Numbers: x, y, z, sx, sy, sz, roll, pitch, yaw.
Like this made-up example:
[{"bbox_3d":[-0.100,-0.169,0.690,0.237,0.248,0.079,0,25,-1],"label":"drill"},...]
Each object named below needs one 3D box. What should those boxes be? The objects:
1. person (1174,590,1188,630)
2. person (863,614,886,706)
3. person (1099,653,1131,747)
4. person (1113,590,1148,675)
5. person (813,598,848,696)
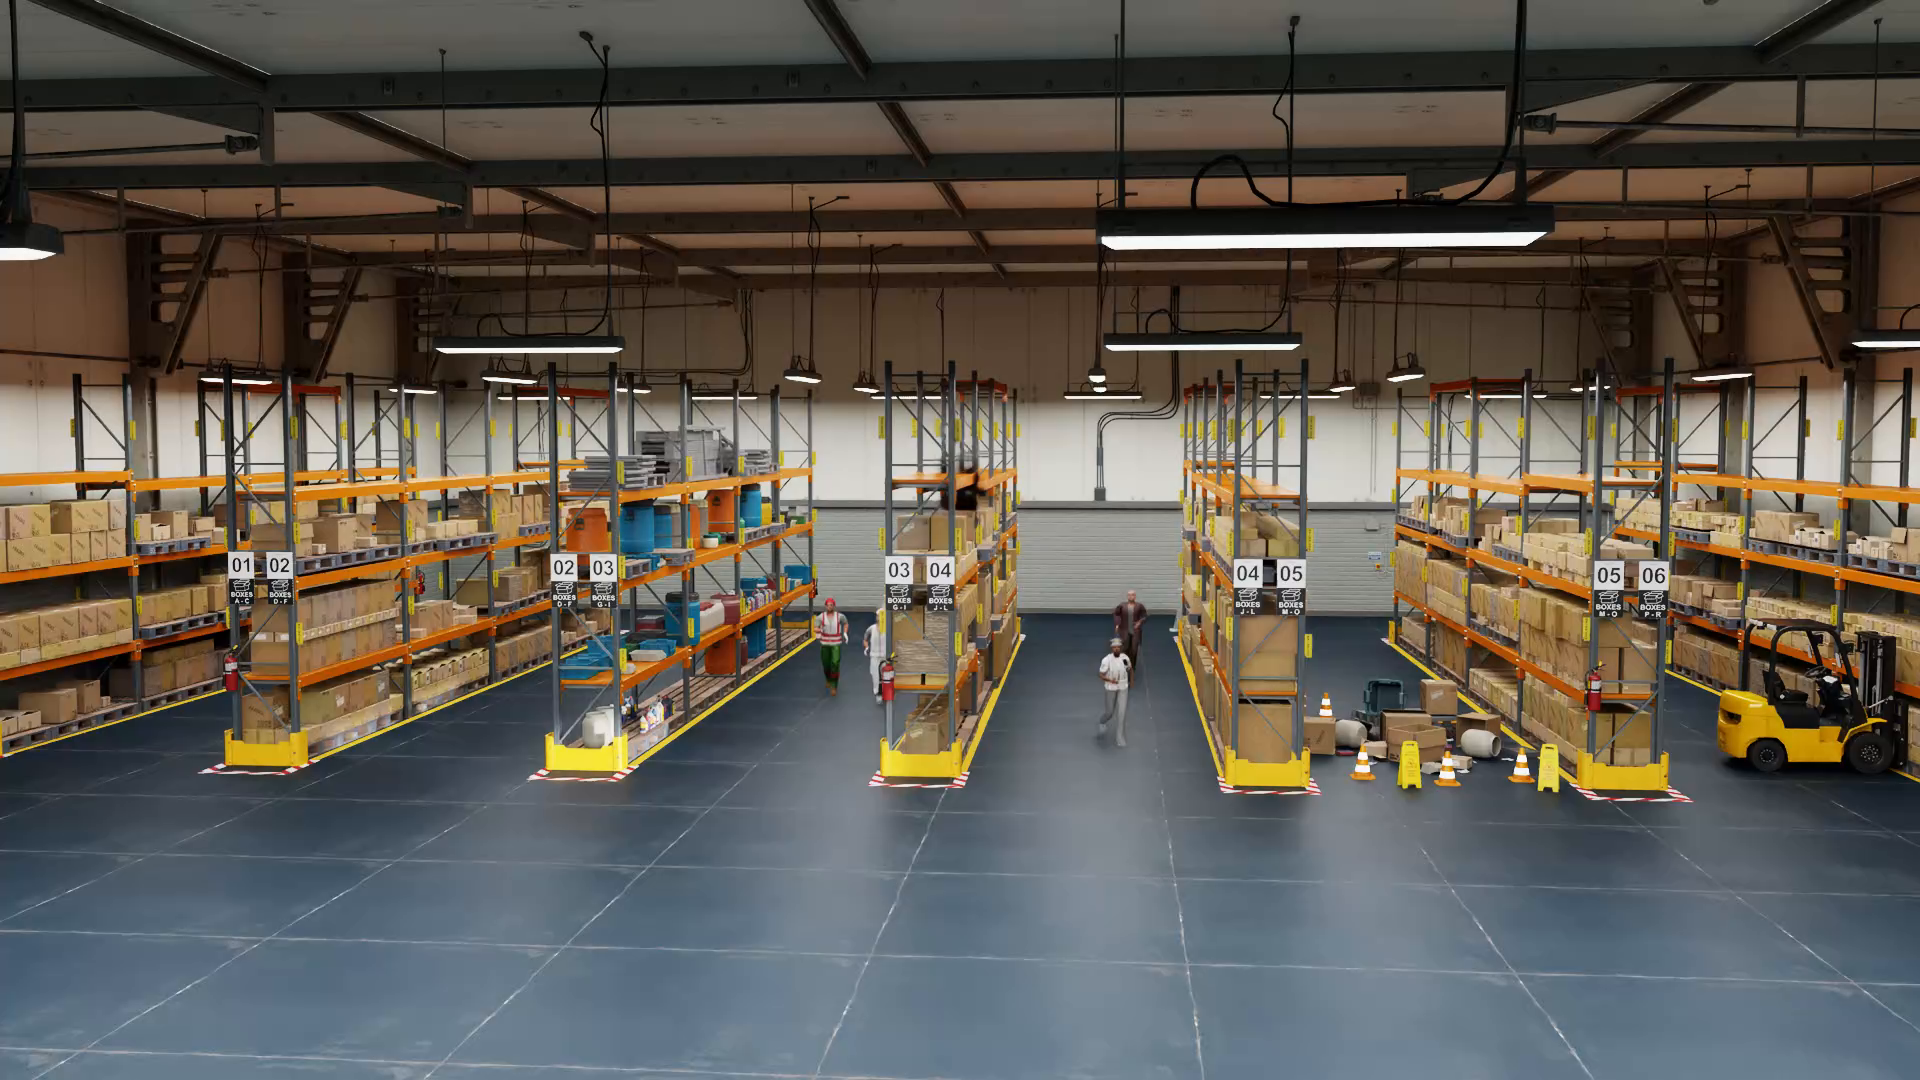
[{"bbox_3d":[5.582,1.461,40.811,0.767,1.536,0.615,2,4,27],"label":"person"},{"bbox_3d":[-1.451,2.161,30.344,0.657,1.693,0.673,0,4,1],"label":"person"},{"bbox_3d":[2.501,2.529,26.718,0.545,1.468,0.888,0,4,-8],"label":"person"},{"bbox_3d":[3.498,1.919,34.112,0.716,1.695,0.625,0,4,6],"label":"person"},{"bbox_3d":[-2.466,2.000,31.658,0.645,1.804,0.937,0,4,1],"label":"person"}]
